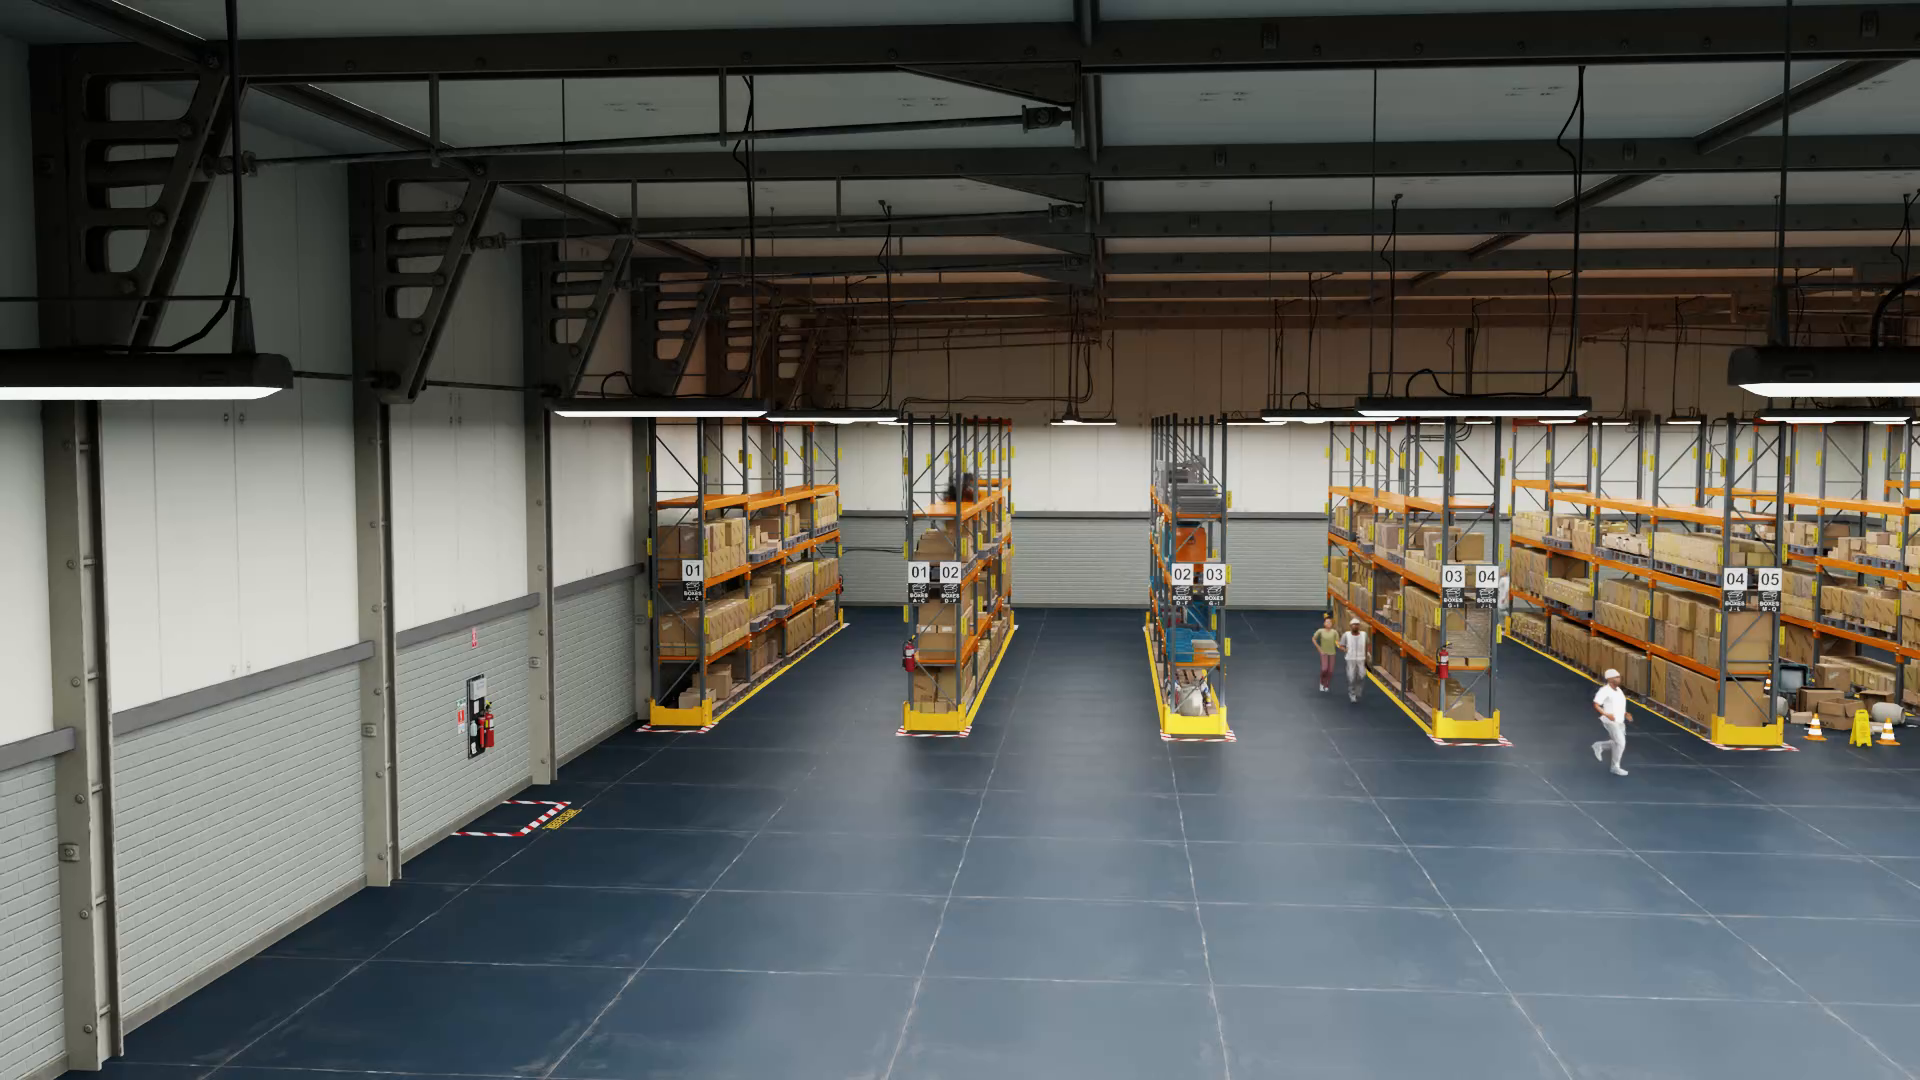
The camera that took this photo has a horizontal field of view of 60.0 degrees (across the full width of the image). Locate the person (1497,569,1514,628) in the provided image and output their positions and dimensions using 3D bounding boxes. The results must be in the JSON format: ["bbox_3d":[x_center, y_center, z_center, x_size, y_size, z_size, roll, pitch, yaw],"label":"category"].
[{"bbox_3d":[15.529,1.677,47.425,0.673,1.721,0.820,1,4,12],"label":"person"}]

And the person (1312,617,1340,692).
[{"bbox_3d":[7.939,2.484,35.899,0.571,1.624,0.577,0,4,-2],"label":"person"}]

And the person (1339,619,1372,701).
[{"bbox_3d":[8.266,2.513,34.711,0.676,1.739,0.589,0,4,6],"label":"person"}]

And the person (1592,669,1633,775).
[{"bbox_3d":[10.801,3.007,27.650,0.701,1.733,0.682,-3,5,-42],"label":"person"}]
